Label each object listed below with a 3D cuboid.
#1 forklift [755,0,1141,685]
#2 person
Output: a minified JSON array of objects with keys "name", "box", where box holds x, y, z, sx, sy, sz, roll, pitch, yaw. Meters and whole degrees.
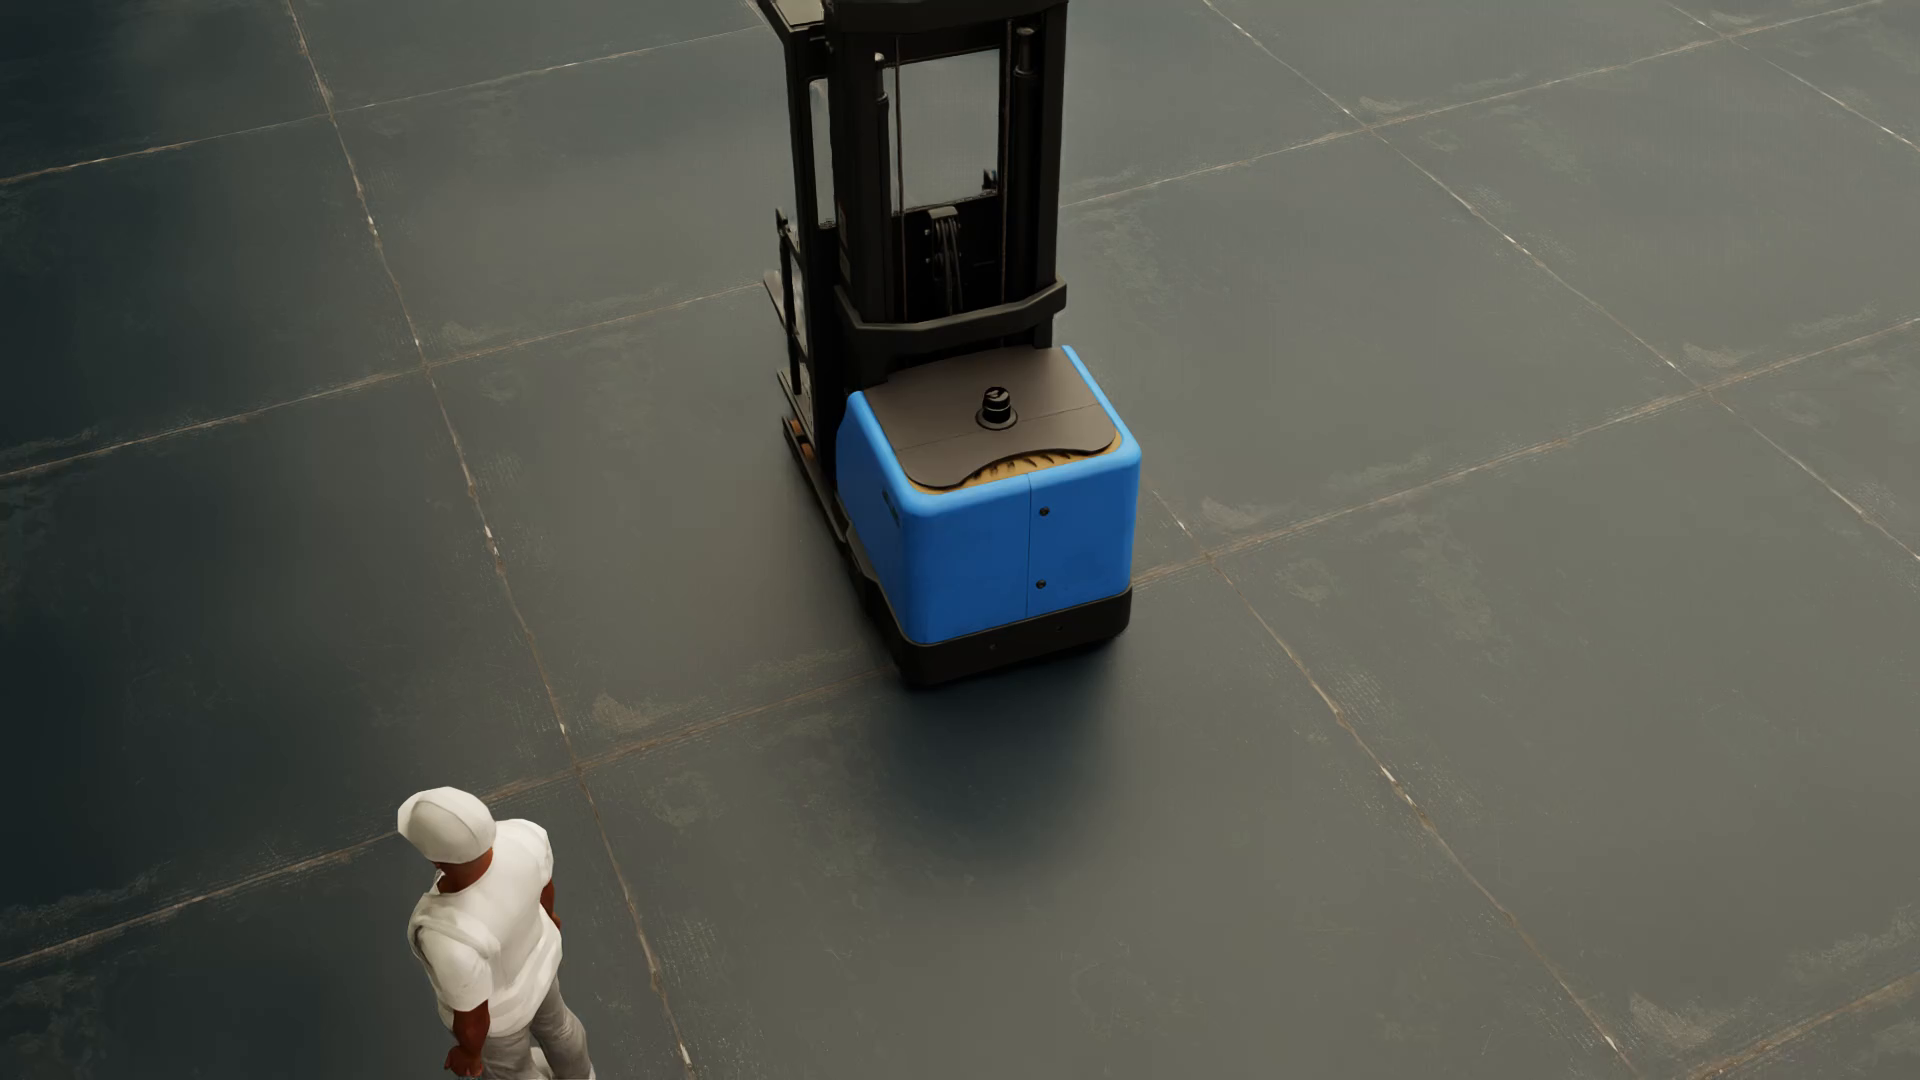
[{"name":"forklift","box":[-0.237,-1.475,7.261,1.130,2.935,3.031,-14,45,-15]},{"name":"person","box":[-1.418,1.343,5.094,0.375,1.771,0.585,11,44,12]}]
